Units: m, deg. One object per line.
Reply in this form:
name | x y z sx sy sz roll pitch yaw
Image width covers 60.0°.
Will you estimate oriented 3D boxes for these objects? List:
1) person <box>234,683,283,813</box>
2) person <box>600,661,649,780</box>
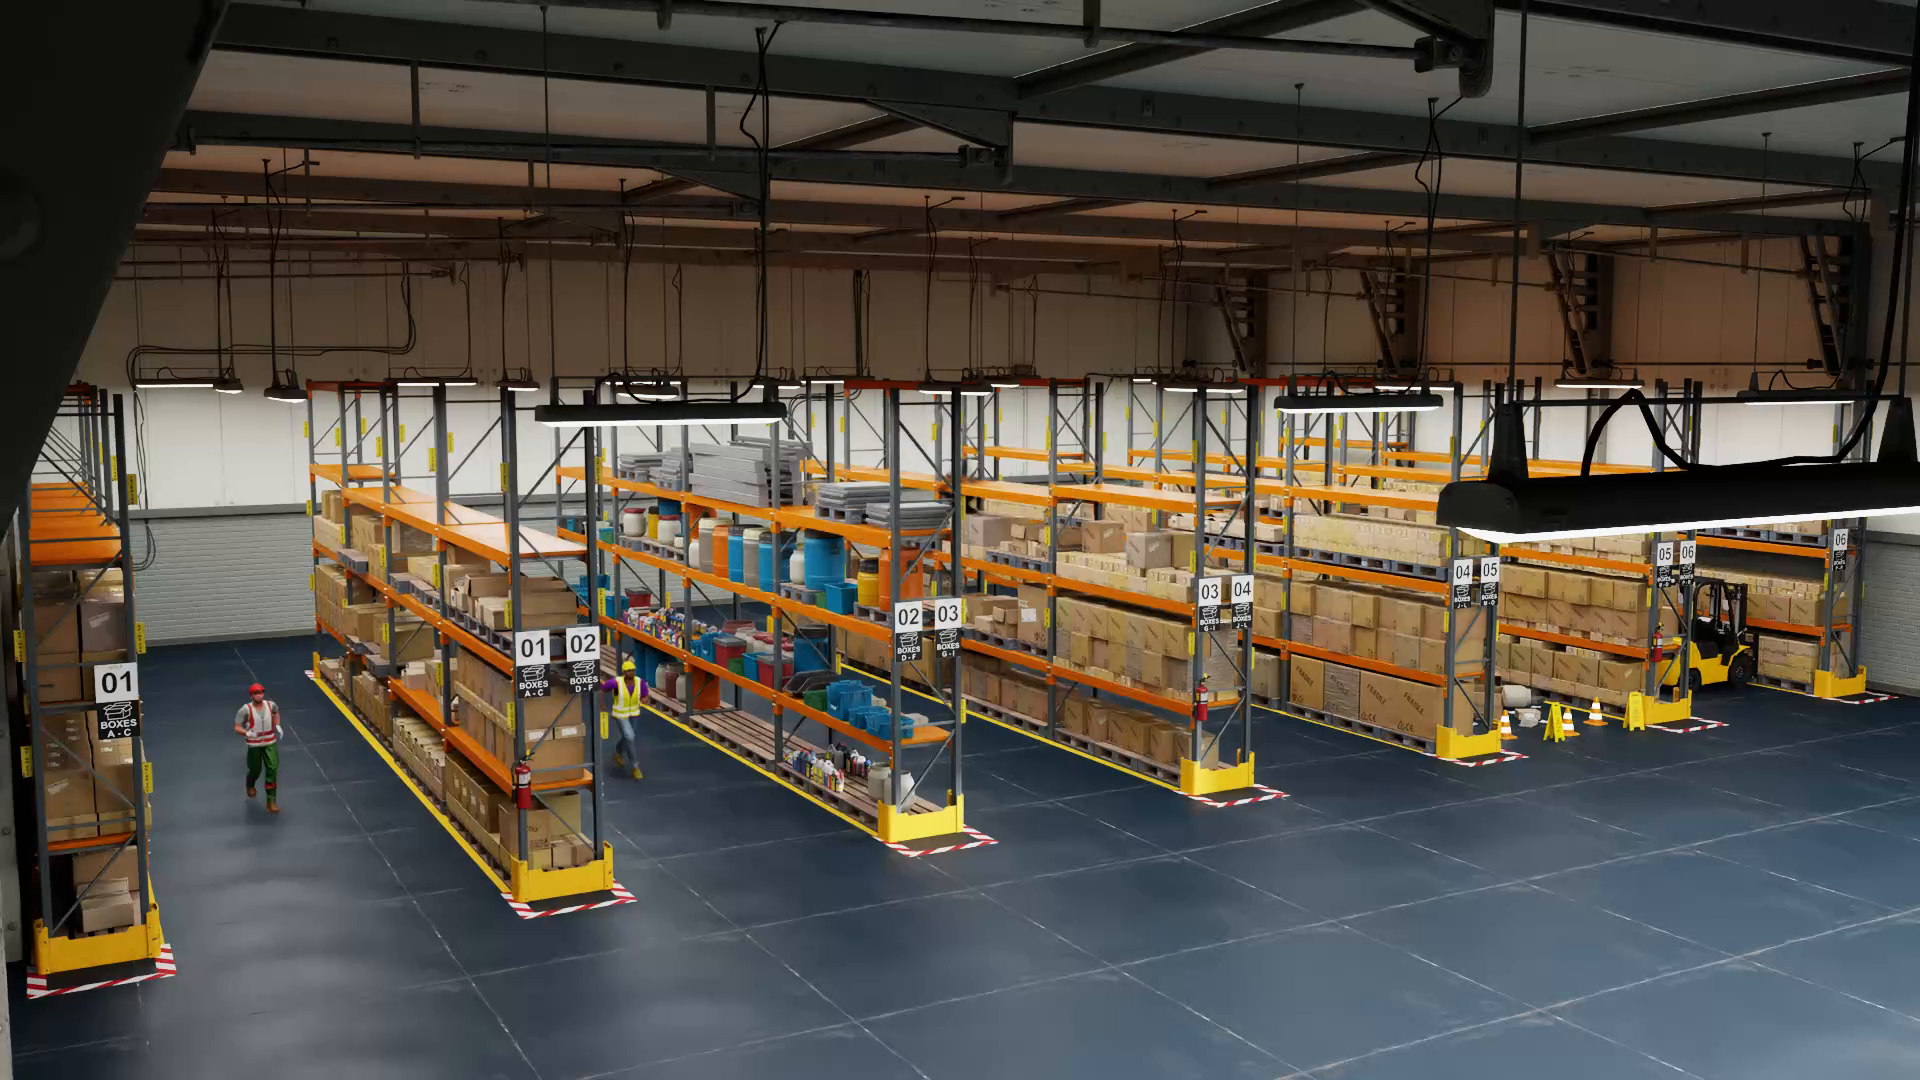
person | -9.959 2.922 23.666 0.657 1.787 1.007 -5 8 -37
person | -5.142 2.738 25.624 0.729 1.799 0.971 -5 8 -37
